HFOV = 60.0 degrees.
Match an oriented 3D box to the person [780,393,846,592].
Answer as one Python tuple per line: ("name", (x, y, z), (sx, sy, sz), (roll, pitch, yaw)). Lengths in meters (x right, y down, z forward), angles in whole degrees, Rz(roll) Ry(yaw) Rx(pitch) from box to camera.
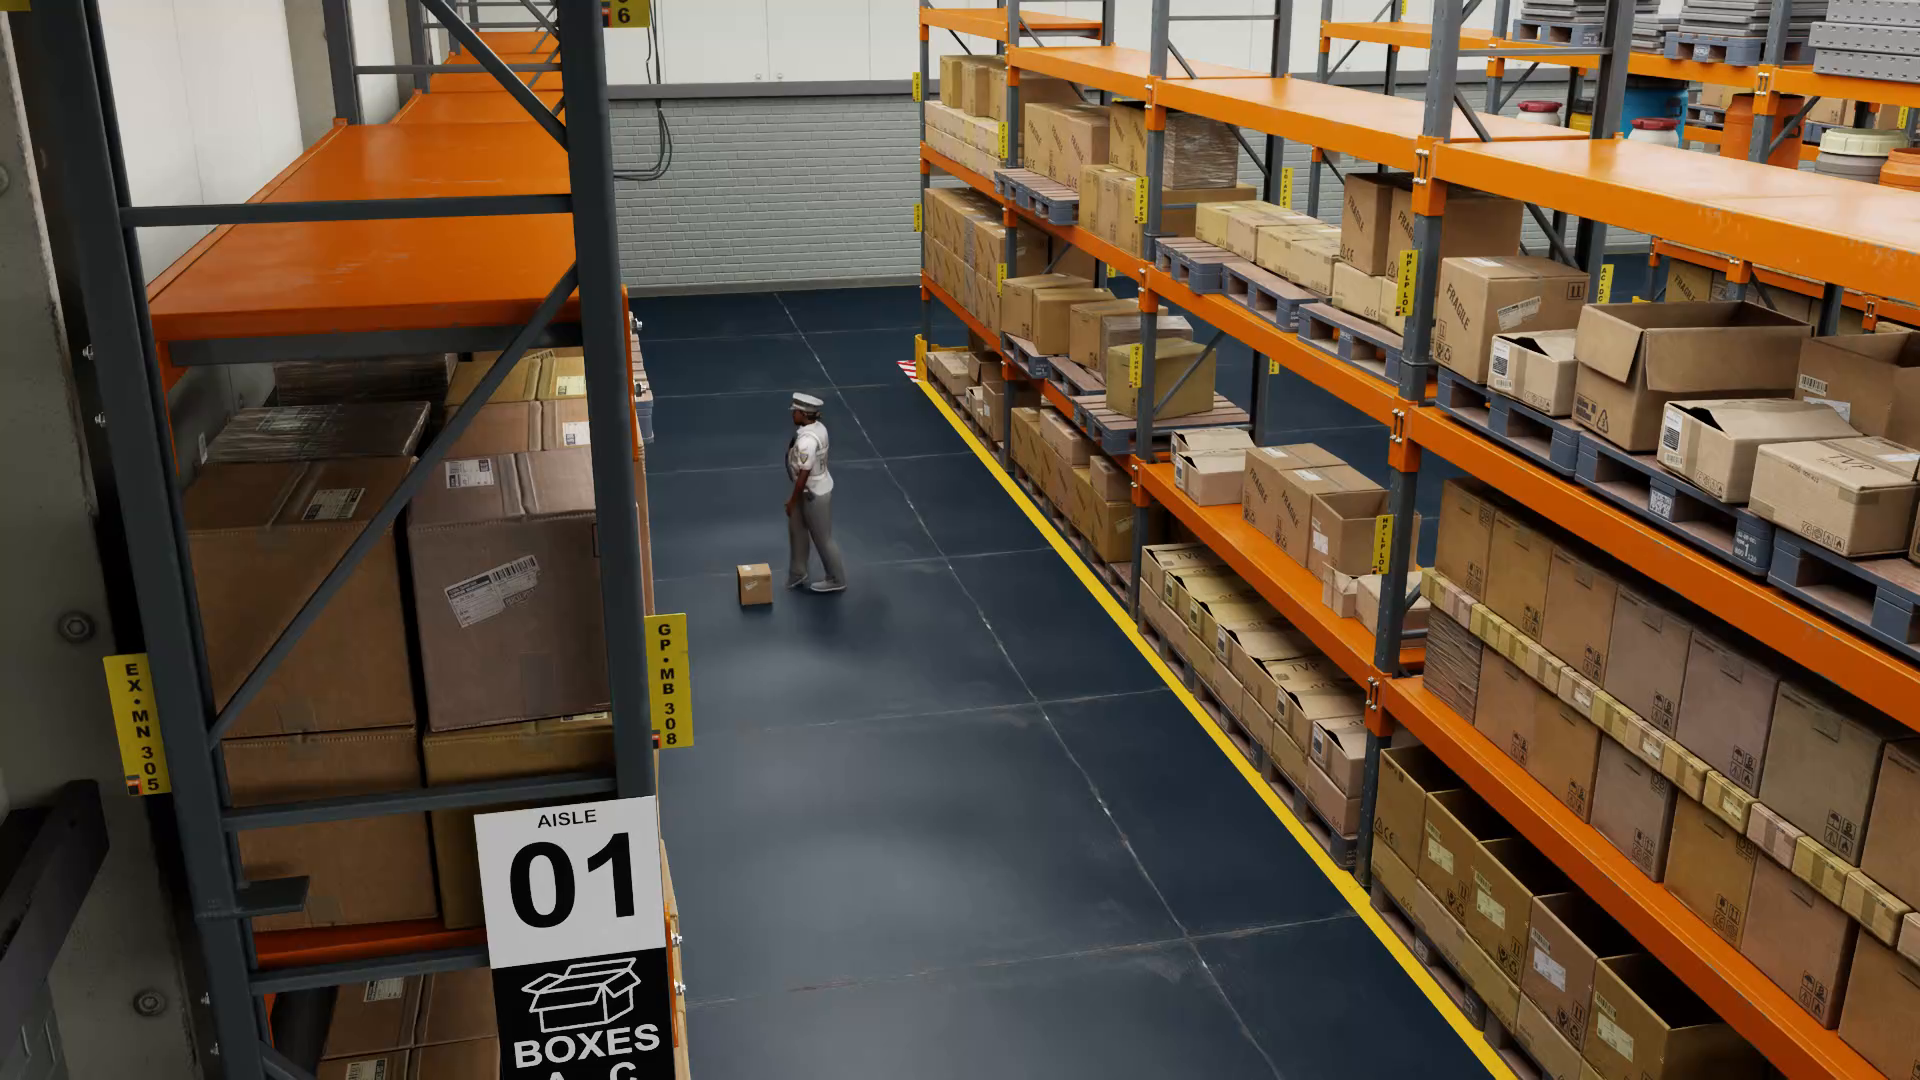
("person", (-1.223, -0.331, 13.317), (0.577, 1.741, 0.495), (0, 20, 0))
